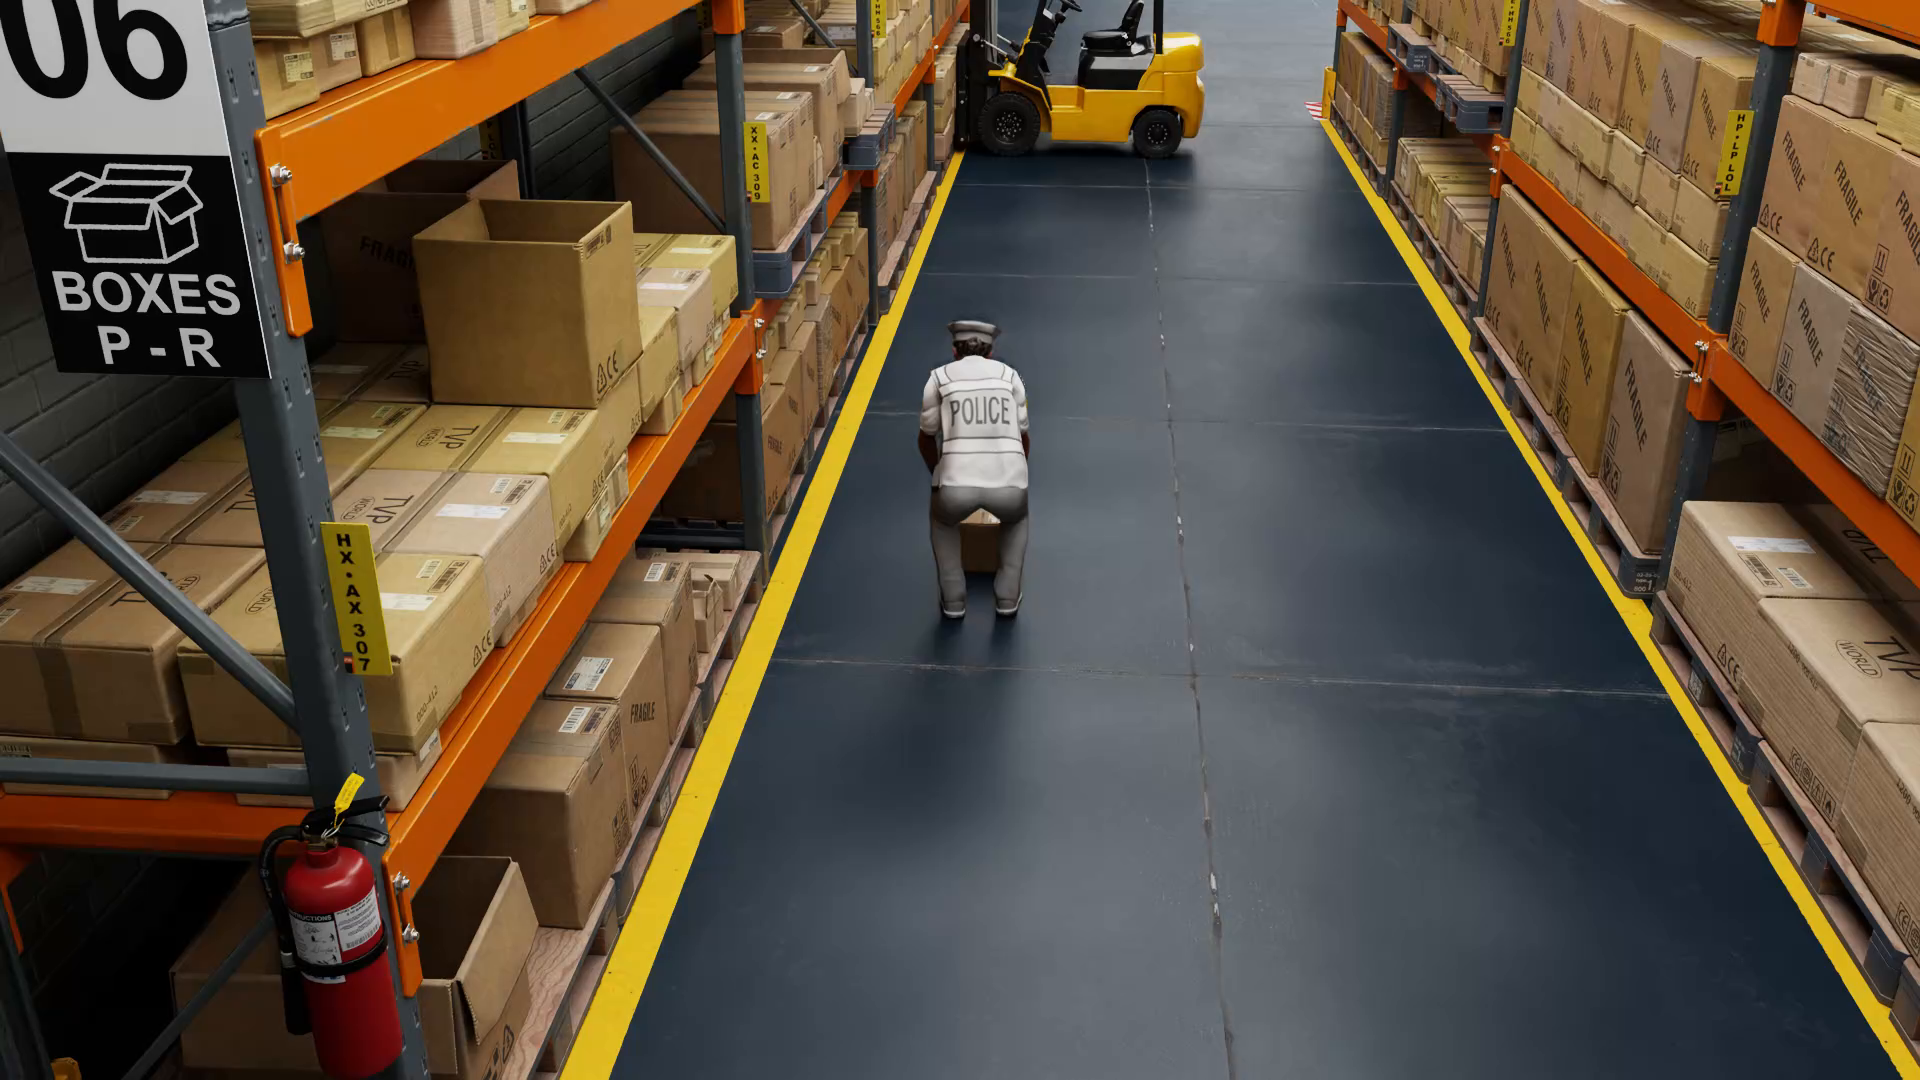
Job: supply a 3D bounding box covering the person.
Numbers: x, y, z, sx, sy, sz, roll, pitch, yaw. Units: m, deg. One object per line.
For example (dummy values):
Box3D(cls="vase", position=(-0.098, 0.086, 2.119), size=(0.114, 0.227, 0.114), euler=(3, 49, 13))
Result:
Box3D(cls="person", position=(0.057, -0.297, 7.260), size=(0.496, 1.246, 0.781), euler=(1, 25, 2))
